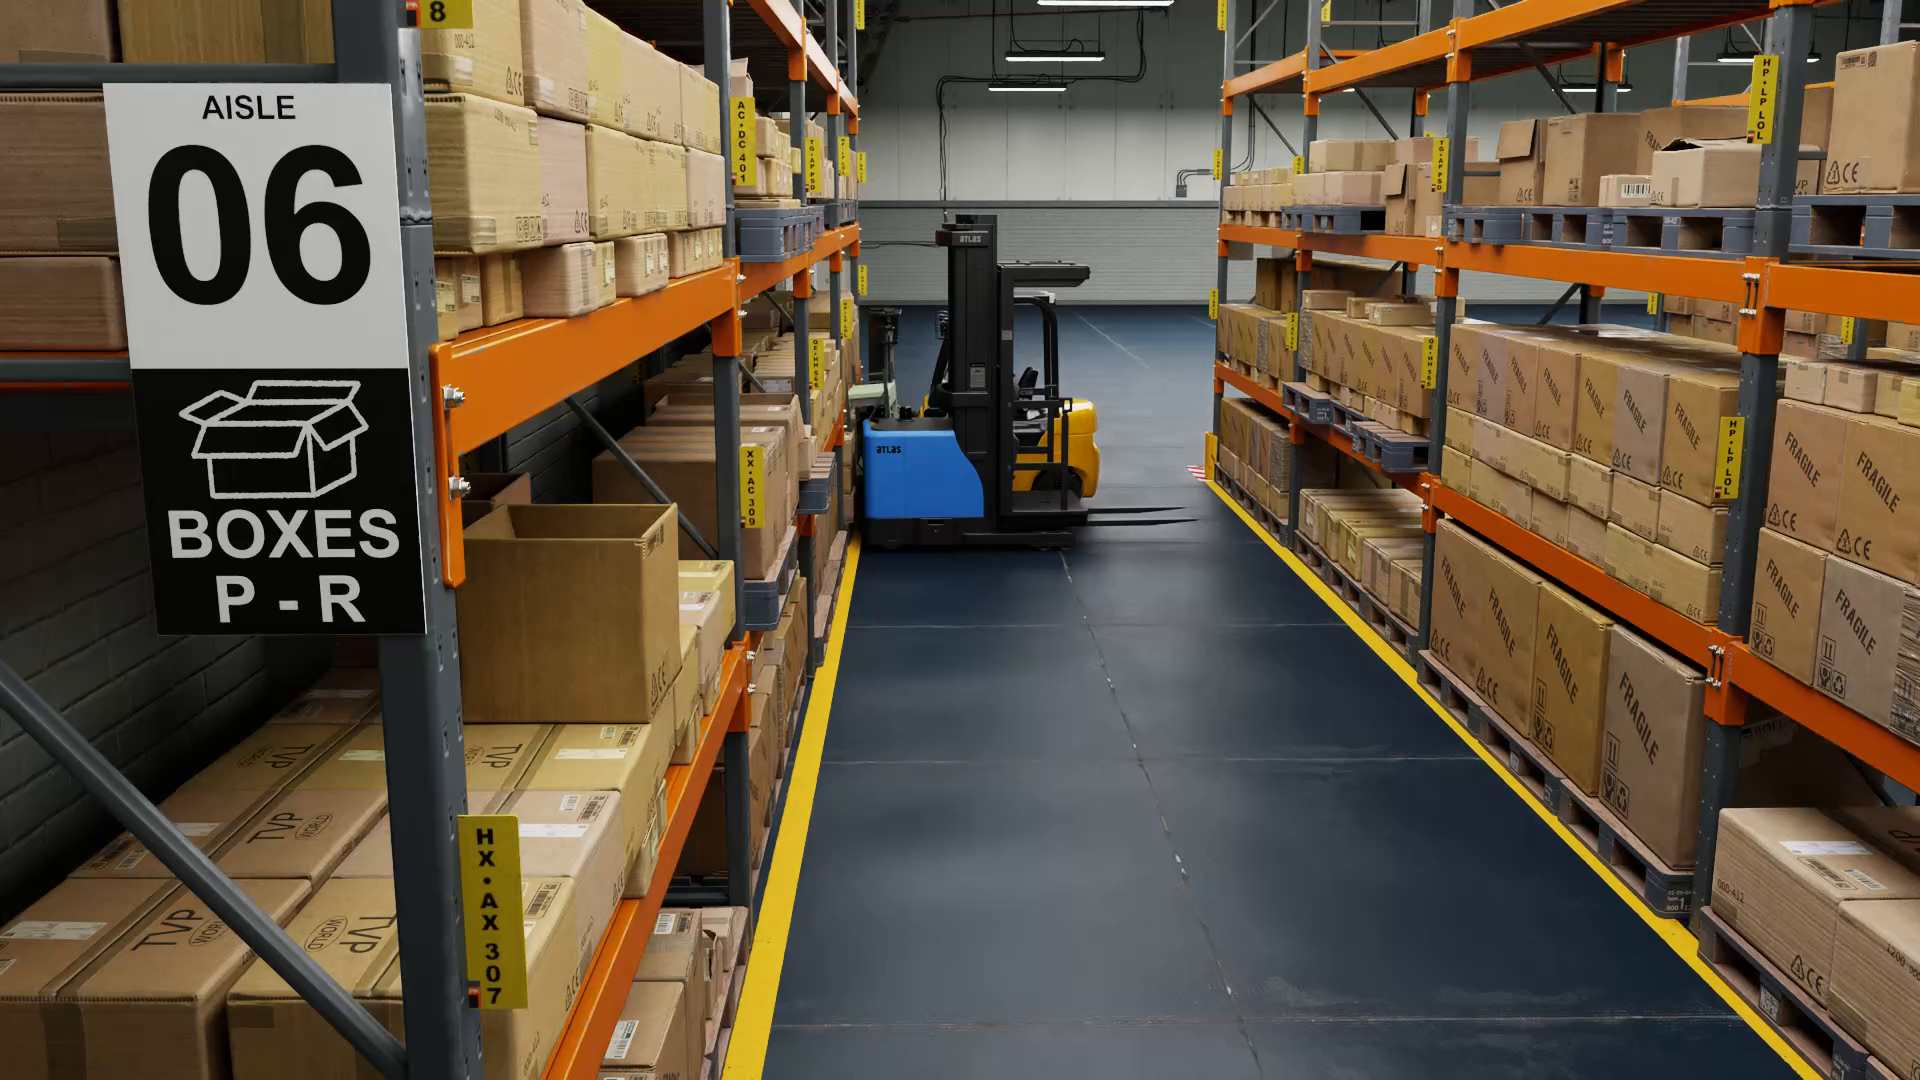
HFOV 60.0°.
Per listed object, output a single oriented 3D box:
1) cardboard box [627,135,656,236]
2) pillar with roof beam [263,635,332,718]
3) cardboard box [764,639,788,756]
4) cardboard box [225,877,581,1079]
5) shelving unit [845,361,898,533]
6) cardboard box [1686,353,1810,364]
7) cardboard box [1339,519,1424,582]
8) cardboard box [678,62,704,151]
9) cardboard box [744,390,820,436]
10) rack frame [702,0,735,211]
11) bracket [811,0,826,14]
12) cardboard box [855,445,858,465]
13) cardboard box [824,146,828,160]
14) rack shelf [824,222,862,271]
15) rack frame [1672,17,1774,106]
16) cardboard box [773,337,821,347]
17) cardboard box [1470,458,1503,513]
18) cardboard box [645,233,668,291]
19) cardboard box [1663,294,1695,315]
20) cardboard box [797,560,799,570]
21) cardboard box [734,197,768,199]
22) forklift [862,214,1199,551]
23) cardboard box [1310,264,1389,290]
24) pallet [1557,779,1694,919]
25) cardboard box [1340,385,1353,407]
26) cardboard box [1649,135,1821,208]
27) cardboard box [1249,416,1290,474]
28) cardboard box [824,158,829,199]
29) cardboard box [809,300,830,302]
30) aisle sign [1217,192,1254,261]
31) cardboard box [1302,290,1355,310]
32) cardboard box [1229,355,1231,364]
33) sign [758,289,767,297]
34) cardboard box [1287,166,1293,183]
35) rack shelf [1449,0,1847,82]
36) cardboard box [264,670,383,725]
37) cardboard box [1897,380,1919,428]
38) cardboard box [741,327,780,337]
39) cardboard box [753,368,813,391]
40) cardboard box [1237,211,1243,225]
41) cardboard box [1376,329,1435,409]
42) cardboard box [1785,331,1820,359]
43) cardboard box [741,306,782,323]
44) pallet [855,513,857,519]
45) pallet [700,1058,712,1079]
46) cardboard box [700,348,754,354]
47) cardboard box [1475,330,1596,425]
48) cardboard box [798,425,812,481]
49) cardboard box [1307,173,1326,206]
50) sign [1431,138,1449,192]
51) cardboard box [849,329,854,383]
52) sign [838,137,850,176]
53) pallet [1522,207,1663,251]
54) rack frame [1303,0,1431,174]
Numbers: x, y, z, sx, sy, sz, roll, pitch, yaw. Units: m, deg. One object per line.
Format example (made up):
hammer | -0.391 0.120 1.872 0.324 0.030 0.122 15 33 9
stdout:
cardboard box | -1.081 -0.922 4.333 0.500 0.250 0.500 0 11 -2
pillar with roof beam | 2.052 -2.595 5.410 9.100 9.000 0.400 0 11 -1
cardboard box | -1.181 0.834 8.824 0.500 0.500 0.500 -1 11 -3
cardboard box | -1.022 0.852 3.136 0.500 0.250 0.500 0 11 -1
shelving unit | -0.795 -0.888 15.719 0.431 1.500 0.755 -4 12 4
cardboard box | 3.830 -0.629 8.041 0.500 0.500 0.500 -1 11 -3
cardboard box | 3.480 0.076 12.882 0.950 0.372 0.625 0 11 1
cardboard box | -1.095 -1.367 5.270 0.500 0.250 0.500 0 11 -2
cardboard box | -1.188 -0.836 10.944 0.500 0.250 0.500 0 11 -1
rack frame | -1.365 -2.720 6.023 1.000 3.000 0.127 0 11 -1
bracket | -2.384 -9.031 28.081 0.235 0.232 0.430 0 11 -1
cardboard box | -1.243 -0.771 16.106 0.500 0.250 0.500 0 11 -2
cardboard box | -1.465 -3.533 16.009 0.797 0.503 0.637 0 11 1
rack shelf | -1.572 -2.885 16.191 1.077 0.370 4.000 0 11 -1
rack frame | 8.296 -5.167 18.084 1.000 3.000 0.127 0 11 -1
cardboard box | -1.325 -1.570 13.560 0.380 0.149 0.250 0 11 -1
cardboard box | 3.302 -0.322 9.671 0.500 0.250 0.500 -1 11 -3
cardboard box | -1.001 -0.750 4.492 0.380 0.149 0.250 0 11 0
cardboard box | 8.265 -2.755 18.194 0.875 0.550 0.550 0 11 -1
cardboard box | -1.184 0.224 10.202 0.380 0.149 0.250 -1 11 -4
cardboard box | -1.199 -1.841 8.612 0.380 0.149 0.250 0 11 1
forklift | 0.623 -1.445 15.003 3.031 2.935 1.130 -1 11 -4
cardboard box | 3.668 -2.366 15.852 0.700 0.500 0.500 0 11 -2
pallet | 3.506 1.413 7.755 1.003 0.211 1.213 0 11 -1
cardboard box | 3.127 -1.103 12.720 0.380 0.149 0.250 0 11 1
cardboard box | 3.369 -1.607 7.252 0.500 0.311 0.500 0 11 -1
cardboard box | 3.128 -0.936 16.292 0.500 0.500 0.500 0 11 2
cardboard box | -1.256 -2.756 12.661 0.500 0.311 0.500 -1 11 -3
cardboard box | -1.369 -2.252 16.177 0.380 0.149 0.250 0 11 -1
aisle sign | 3.038 -3.471 18.277 0.394 0.787 0.004 0 11 -1
cardboard box | 3.088 -2.015 13.948 0.380 0.149 0.250 0 11 -1
cardboard box | 3.150 -1.995 18.169 0.380 0.149 0.250 0 11 -1
sign | -2.168 -2.627 18.278 0.100 0.325 0.005 0 11 -1
cardboard box | 3.125 -3.242 14.769 0.380 0.149 0.250 -1 11 -3
rack shelf | 3.556 -2.590 8.198 1.077 0.370 4.000 0 11 -1
cardboard box | -1.583 0.548 4.634 0.500 0.250 0.500 0 11 -1
cardboard box | 3.357 -0.443 5.490 0.380 0.149 0.250 0 11 -2
cardboard box | -1.794 -1.800 14.694 0.380 0.149 0.250 0 11 -1
cardboard box | -1.167 -1.059 11.044 0.380 0.149 0.250 0 11 0
cardboard box | 3.098 -3.361 17.361 0.380 0.149 0.250 0 11 0
cardboard box | 3.206 -1.188 11.508 0.500 0.500 0.500 0 11 -2
cardboard box | 8.325 -1.687 15.646 0.875 0.550 0.550 0 11 -1
cardboard box | -1.822 -2.047 15.167 0.380 0.149 0.250 0 11 -2
pallet | -1.533 -0.405 16.714 1.003 0.211 1.213 0 11 -1
pallet | -1.324 1.967 5.025 1.003 0.211 1.213 0 11 -1
cardboard box | -1.753 -1.363 12.540 0.380 0.149 0.250 0 11 -1
cardboard box | 3.300 -0.937 9.560 0.500 0.500 0.500 0 11 -1
cardboard box | -1.102 -0.499 9.485 0.500 0.250 0.500 -1 11 -4
cardboard box | 3.055 -2.775 13.160 0.500 0.250 0.500 0 11 -2
sign | 2.972 -2.317 10.284 0.100 0.325 0.005 0 11 -1
cardboard box | -1.307 -1.812 16.388 0.500 0.500 0.500 0 11 -1
sign | -0.988 -3.252 14.098 0.100 0.325 0.005 0 11 -1
pallet | 3.607 -1.623 8.638 1.003 0.211 1.213 0 11 1
rack frame | 3.432 -4.331 13.966 1.000 3.000 0.127 0 11 -1
